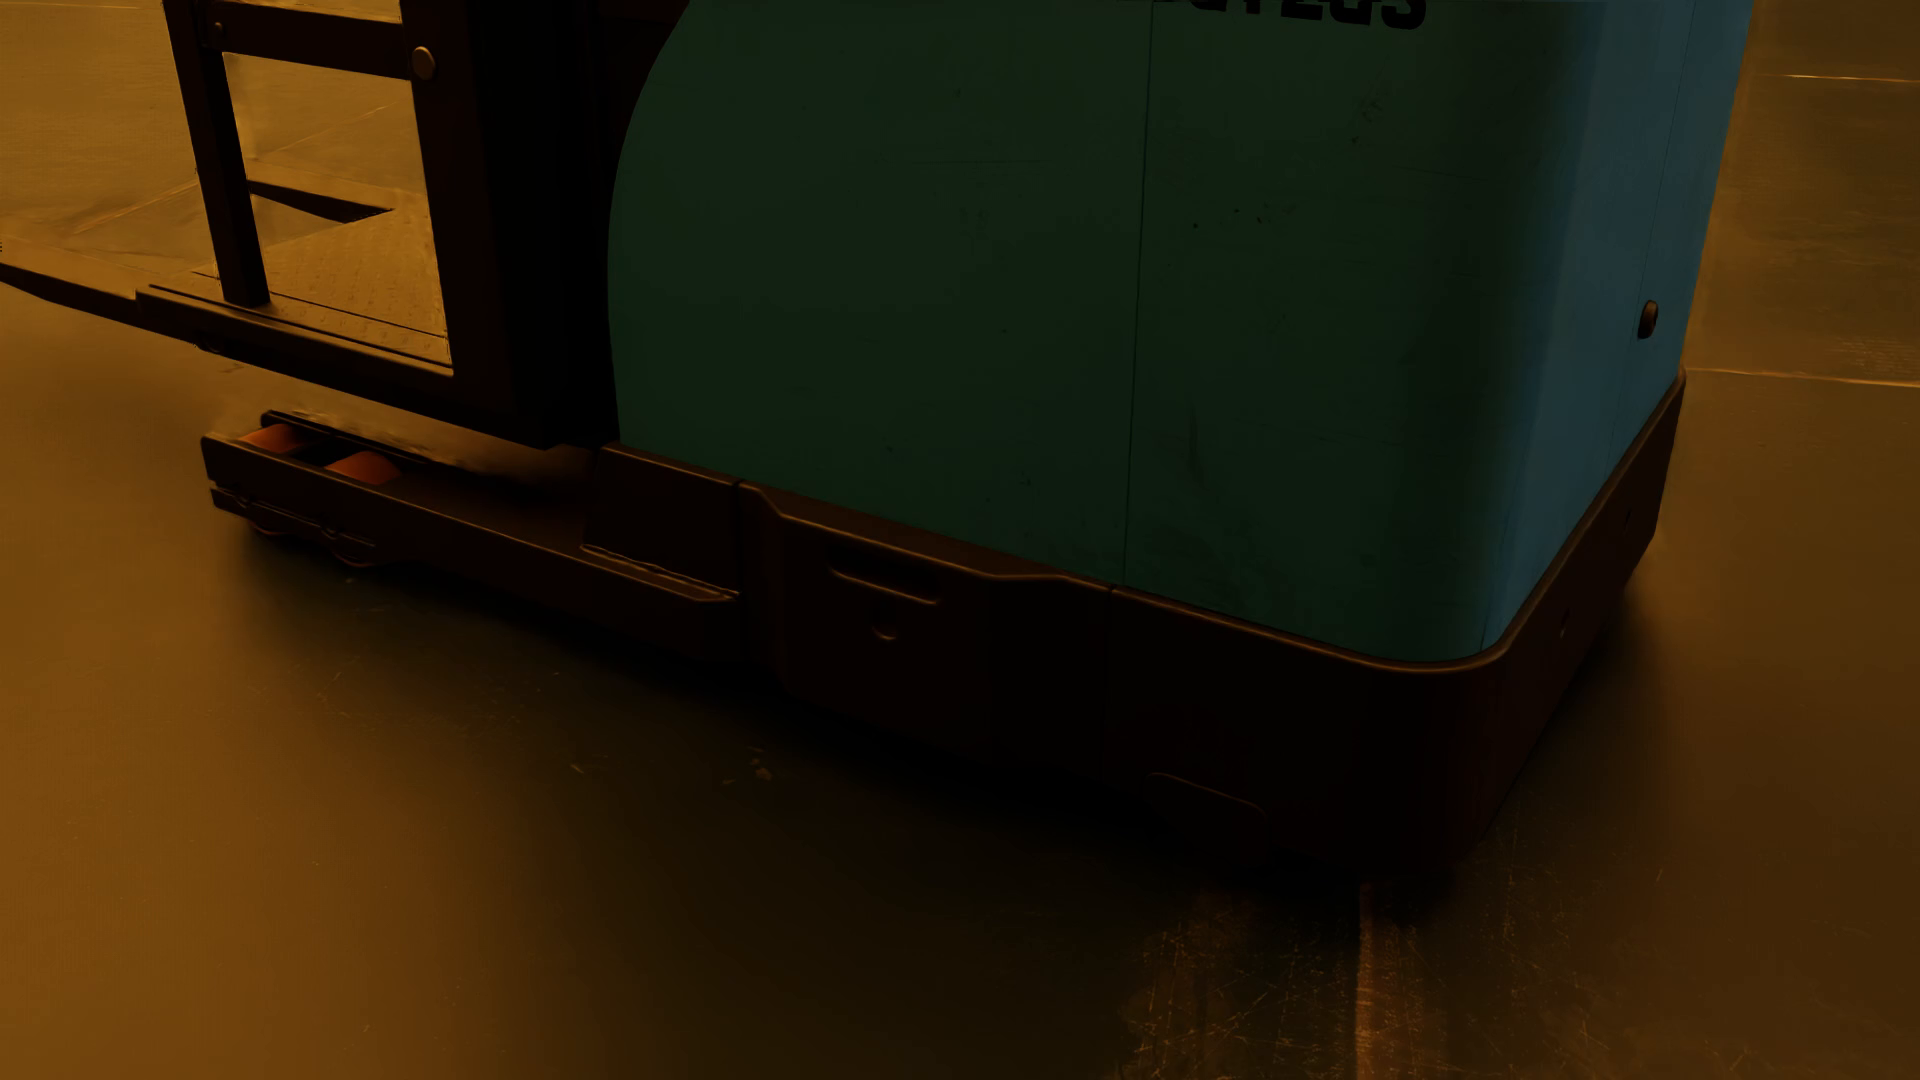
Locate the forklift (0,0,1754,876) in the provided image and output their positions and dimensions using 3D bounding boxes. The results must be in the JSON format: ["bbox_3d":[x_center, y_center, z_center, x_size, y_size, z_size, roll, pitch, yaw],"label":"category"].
[{"bbox_3d":[-0.528,-1.451,2.123,3.031,2.935,1.130,16,31,28],"label":"forklift"}]
